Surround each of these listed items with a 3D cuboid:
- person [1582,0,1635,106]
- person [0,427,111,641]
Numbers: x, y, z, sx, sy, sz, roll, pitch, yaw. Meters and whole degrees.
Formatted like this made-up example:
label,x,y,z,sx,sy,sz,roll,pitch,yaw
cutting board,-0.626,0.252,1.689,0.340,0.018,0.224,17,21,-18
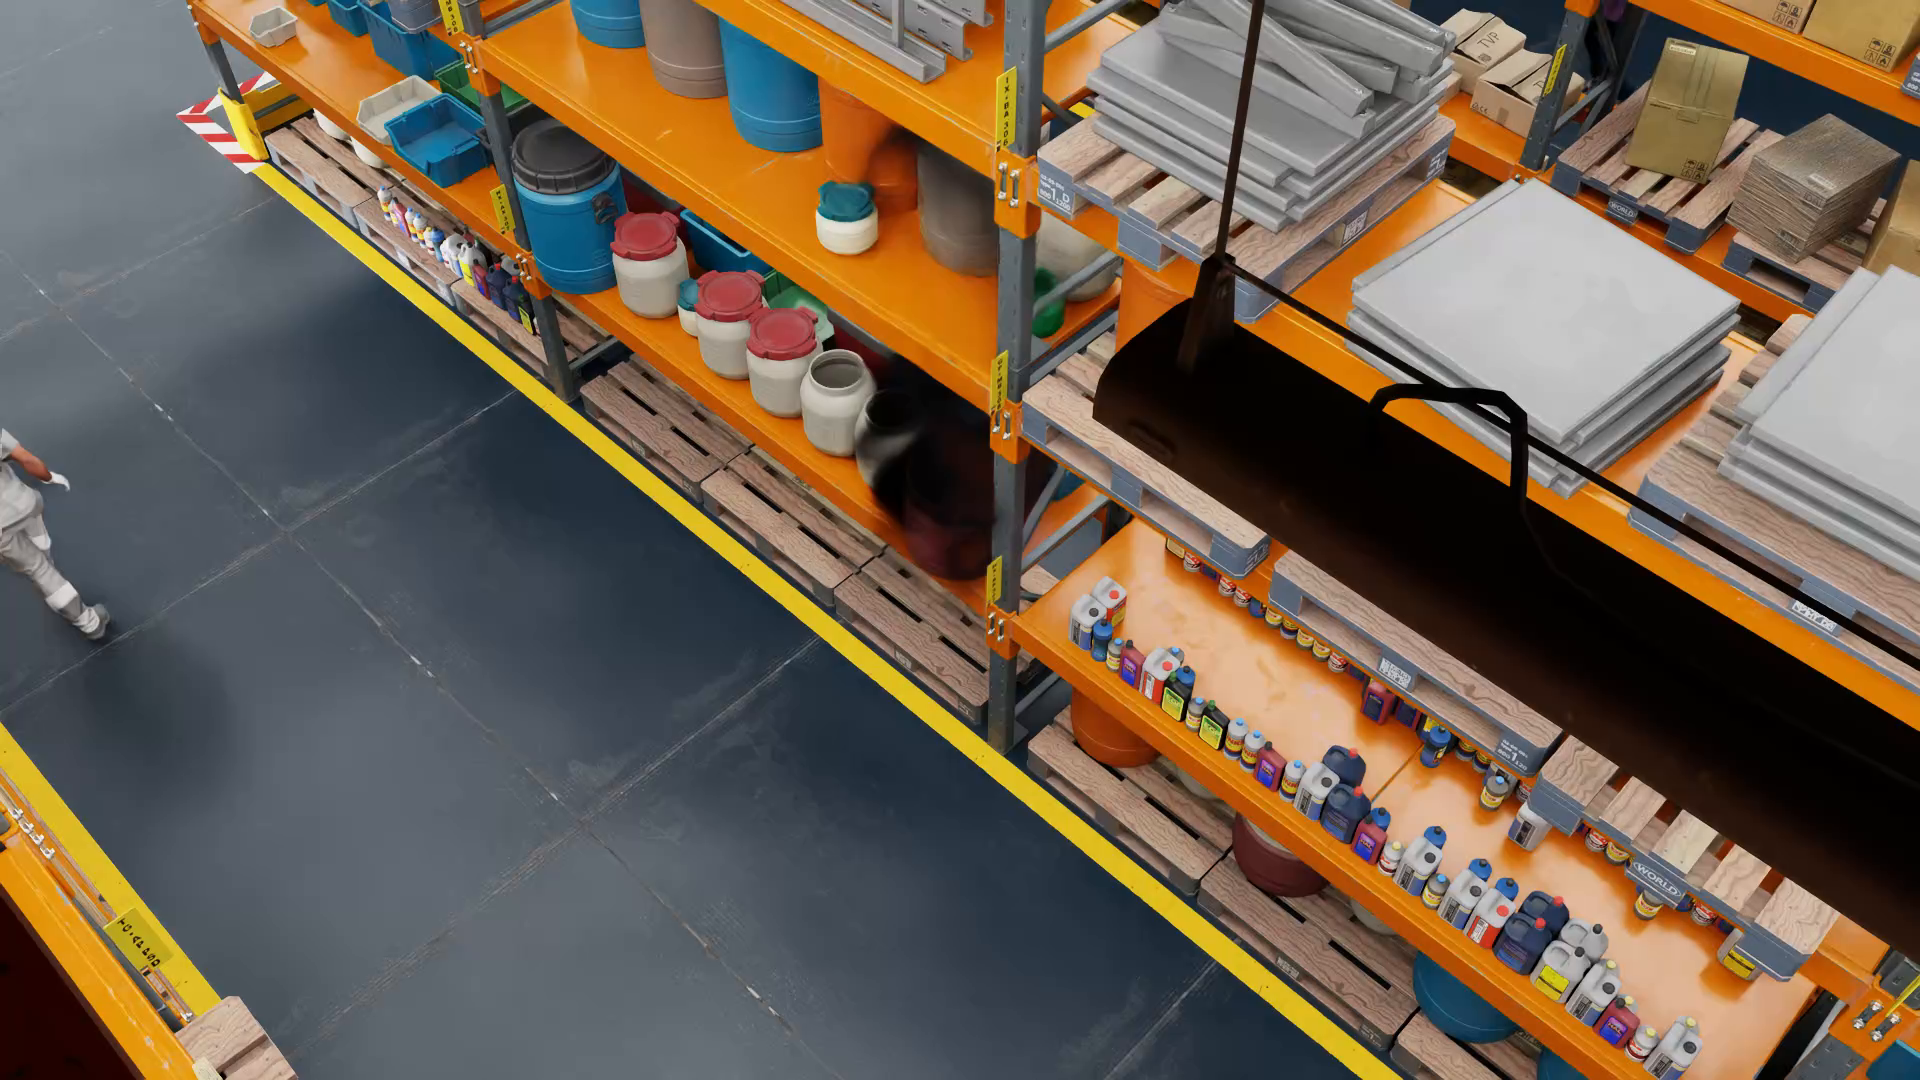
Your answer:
label,x,y,z,sx,sy,sz,roll,pitch,yaw
person,5.052,-4.046,12.735,0.662,1.592,0.506,22,53,17
person,-5.388,-0.125,9.402,0.739,1.702,0.843,-29,56,-22
